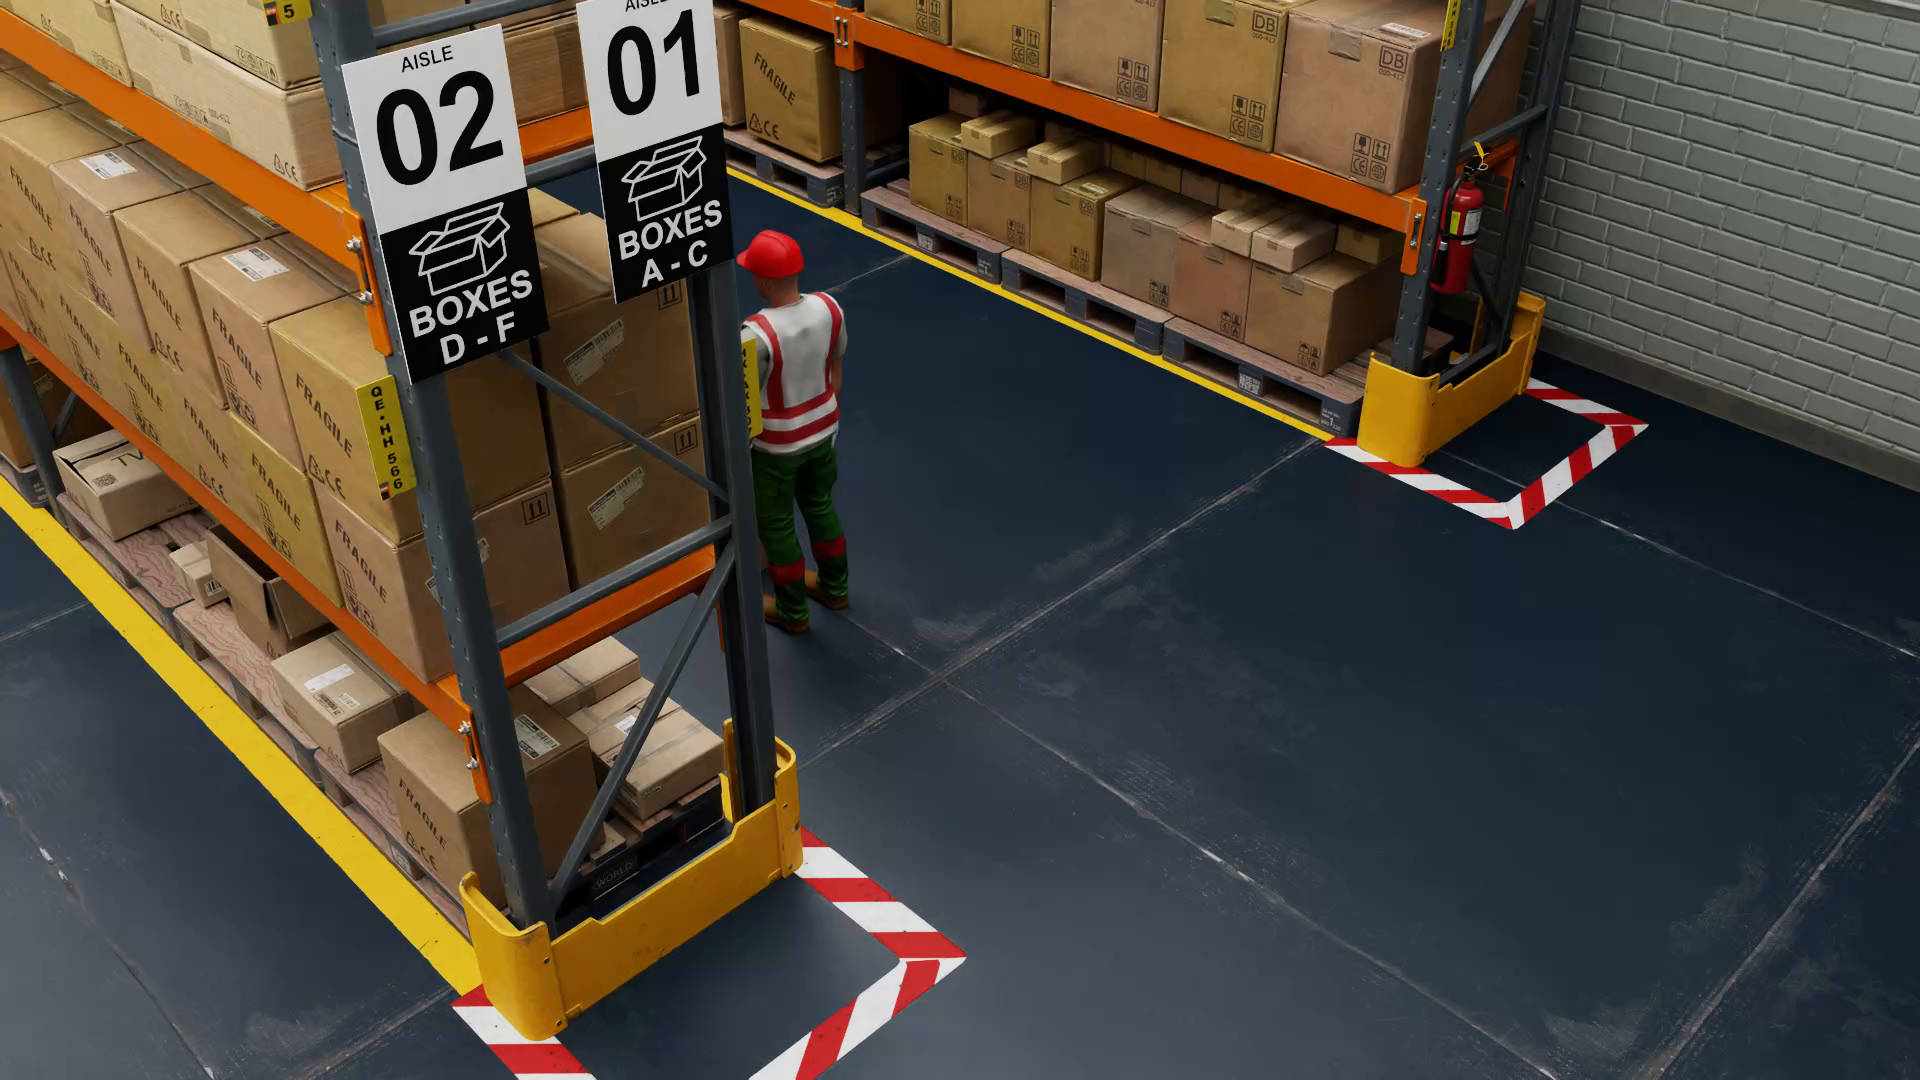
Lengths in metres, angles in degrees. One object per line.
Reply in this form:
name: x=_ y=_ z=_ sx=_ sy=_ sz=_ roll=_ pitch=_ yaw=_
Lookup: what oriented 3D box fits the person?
person: x=-0.695 y=-0.422 z=6.730 sx=0.527 sy=1.780 sz=0.348 roll=-29 pitch=44 yaw=-35
